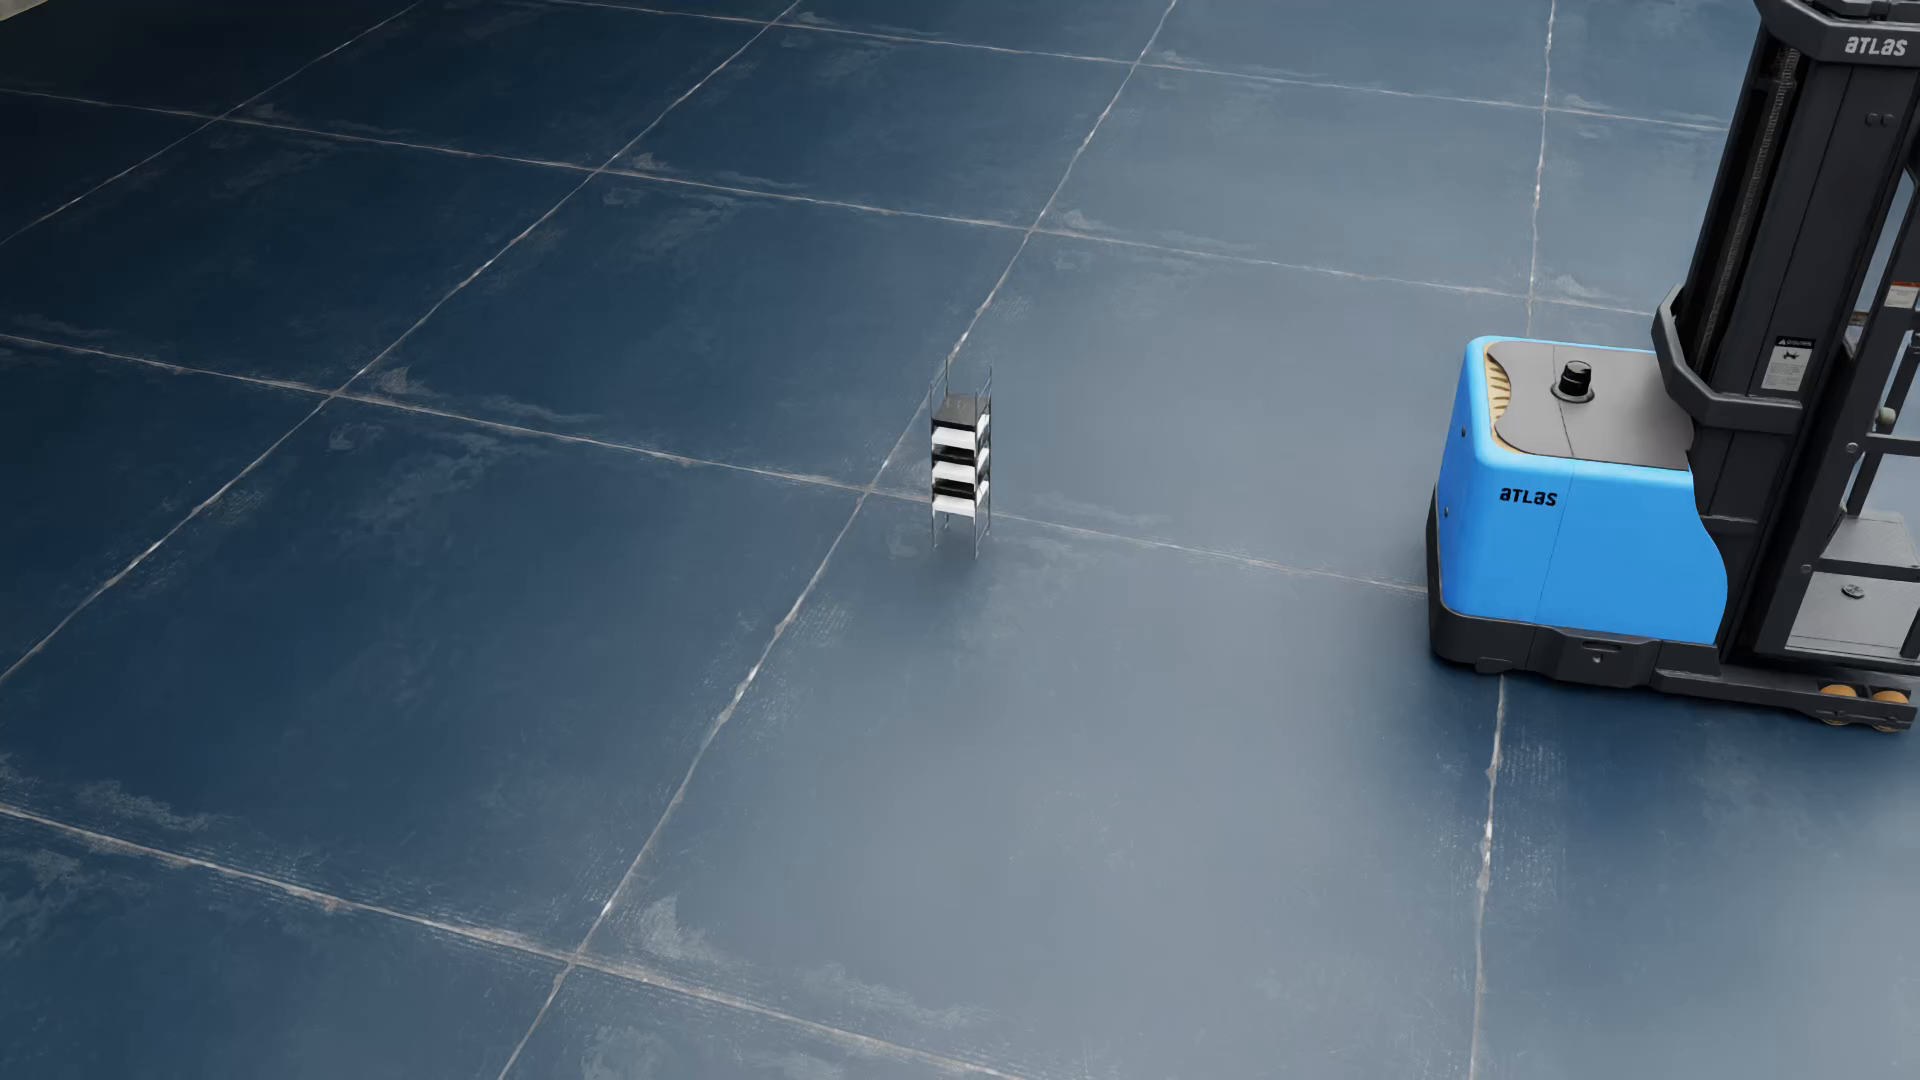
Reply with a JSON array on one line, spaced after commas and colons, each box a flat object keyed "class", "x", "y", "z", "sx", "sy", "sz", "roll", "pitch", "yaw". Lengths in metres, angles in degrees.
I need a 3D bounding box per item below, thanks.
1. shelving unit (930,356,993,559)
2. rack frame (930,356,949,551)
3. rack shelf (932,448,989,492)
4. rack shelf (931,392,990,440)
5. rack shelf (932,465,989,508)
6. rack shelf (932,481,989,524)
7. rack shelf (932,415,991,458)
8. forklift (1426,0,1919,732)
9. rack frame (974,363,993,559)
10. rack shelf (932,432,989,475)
[{"class": "shelving unit", "x": 0.008, "y": -0.361, "z": 7.481, "sx": 0.210, "sy": 0.900, "sz": 0.258, "roll": 10, "pitch": 38, "yaw": 14}, {"class": "rack frame", "x": -0.089, "y": -0.379, "z": 7.506, "sx": 0.006, "sy": 0.900, "sz": 0.240, "roll": 10, "pitch": 38, "yaw": 14}, {"class": "rack shelf", "x": 0.008, "y": -0.334, "z": 7.501, "sx": 0.200, "sy": 0.077, "sz": 0.258, "roll": 10, "pitch": 38, "yaw": 14}, {"class": "rack shelf", "x": 0.008, "y": -0.552, "z": 7.341, "sx": 0.200, "sy": 0.077, "sz": 0.258, "roll": 10, "pitch": 38, "yaw": 14}, {"class": "rack shelf", "x": 0.008, "y": -0.262, "z": 7.554, "sx": 0.200, "sy": 0.077, "sz": 0.258, "roll": 10, "pitch": 38, "yaw": 14}, {"class": "rack shelf", "x": 0.008, "y": -0.189, "z": 7.608, "sx": 0.200, "sy": 0.077, "sz": 0.258, "roll": 10, "pitch": 38, "yaw": 14}, {"class": "rack shelf", "x": 0.008, "y": -0.479, "z": 7.394, "sx": 0.200, "sy": 0.077, "sz": 0.258, "roll": 10, "pitch": 38, "yaw": 14}, {"class": "forklift", "x": 3.558, "y": -0.753, "z": 6.300, "sx": 3.031, "sy": 2.935, "sz": 1.130, "roll": 7, "pitch": 37, "yaw": 9}, {"class": "rack frame", "x": 0.105, "y": -0.343, "z": 7.457, "sx": 0.006, "sy": 0.900, "sz": 0.240, "roll": 10, "pitch": 38, "yaw": 14}, {"class": "rack shelf", "x": 0.008, "y": -0.407, "z": 7.448, "sx": 0.200, "sy": 0.077, "sz": 0.258, "roll": 10, "pitch": 38, "yaw": 14}]
